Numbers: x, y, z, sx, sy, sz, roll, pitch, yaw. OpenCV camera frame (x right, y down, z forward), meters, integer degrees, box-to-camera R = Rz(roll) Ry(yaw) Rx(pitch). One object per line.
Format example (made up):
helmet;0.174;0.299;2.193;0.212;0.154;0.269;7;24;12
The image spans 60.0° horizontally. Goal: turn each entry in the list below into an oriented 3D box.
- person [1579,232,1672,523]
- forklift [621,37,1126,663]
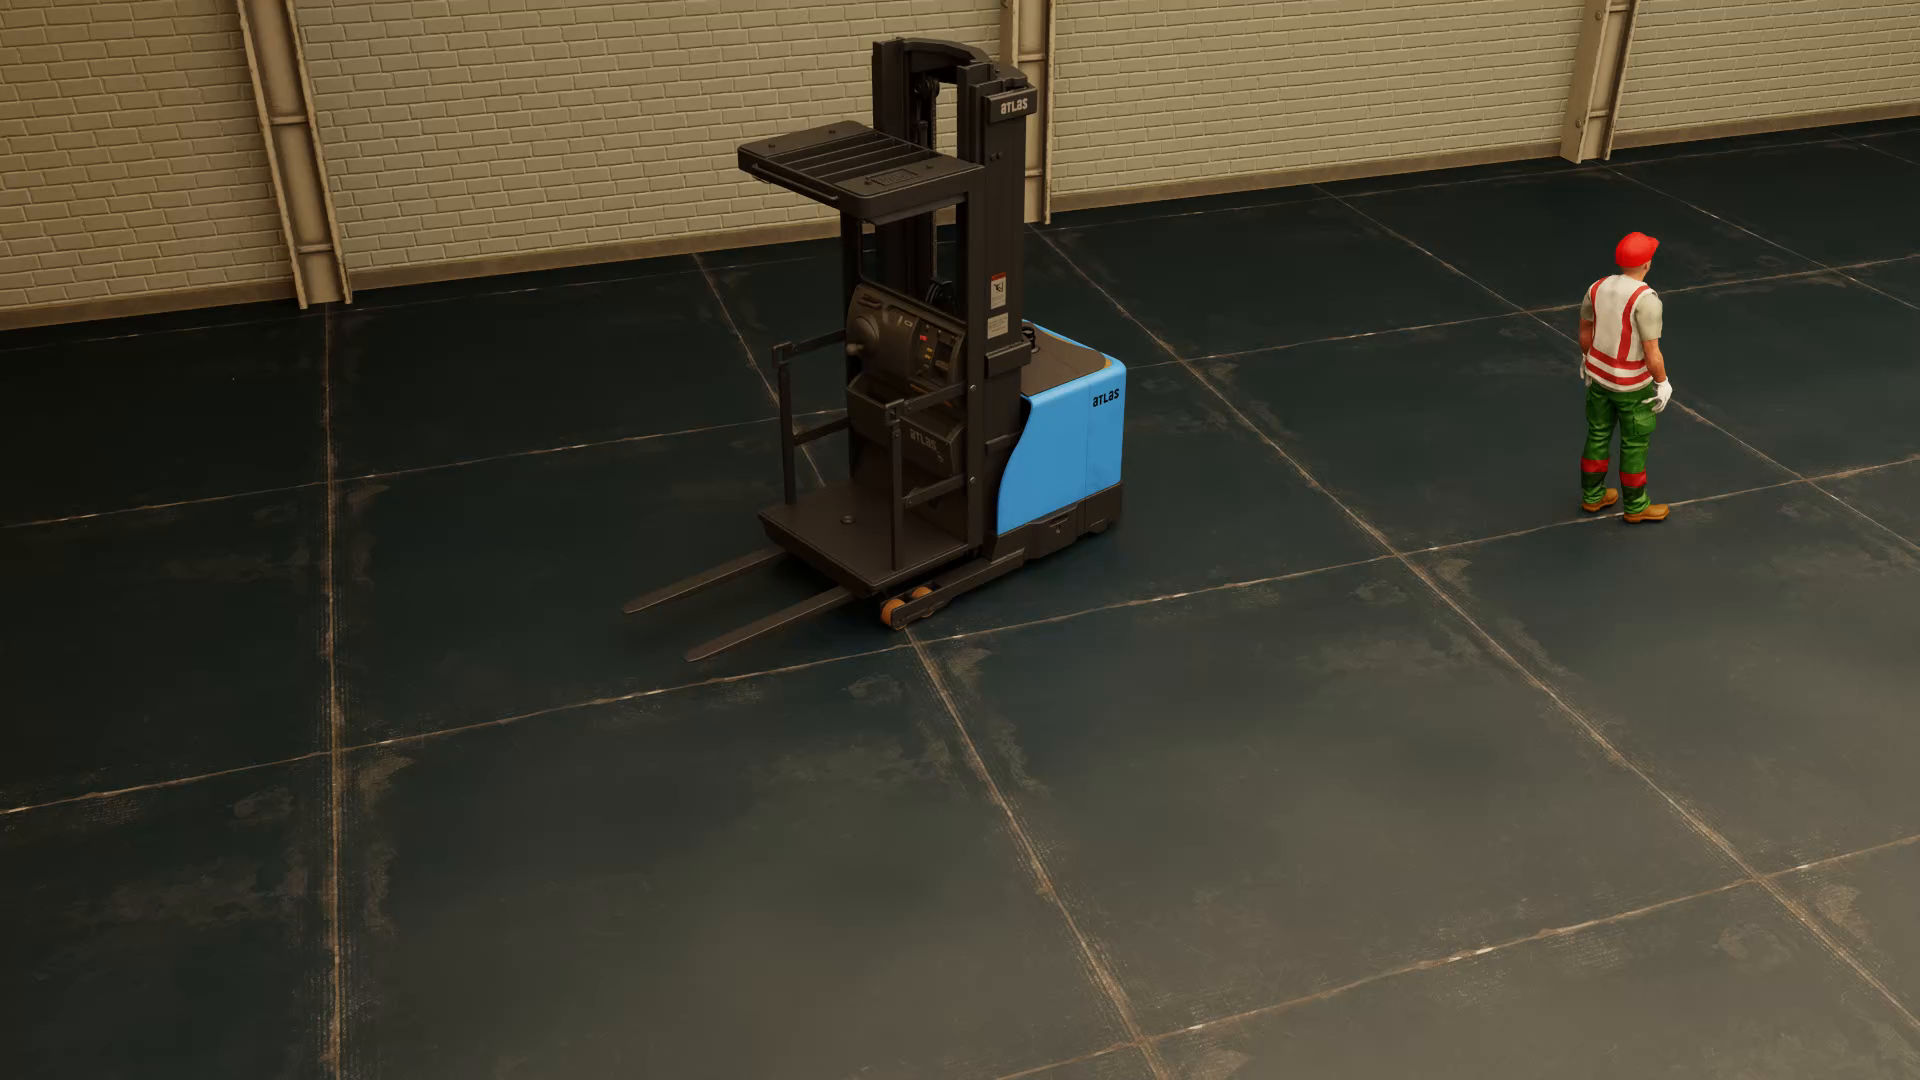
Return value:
person;4.003;-0.984;9.928;0.563;1.788;0.638;-14;33;-23
forklift;-0.461;-1.072;8.951;3.031;2.935;1.130;-23;37;-34
